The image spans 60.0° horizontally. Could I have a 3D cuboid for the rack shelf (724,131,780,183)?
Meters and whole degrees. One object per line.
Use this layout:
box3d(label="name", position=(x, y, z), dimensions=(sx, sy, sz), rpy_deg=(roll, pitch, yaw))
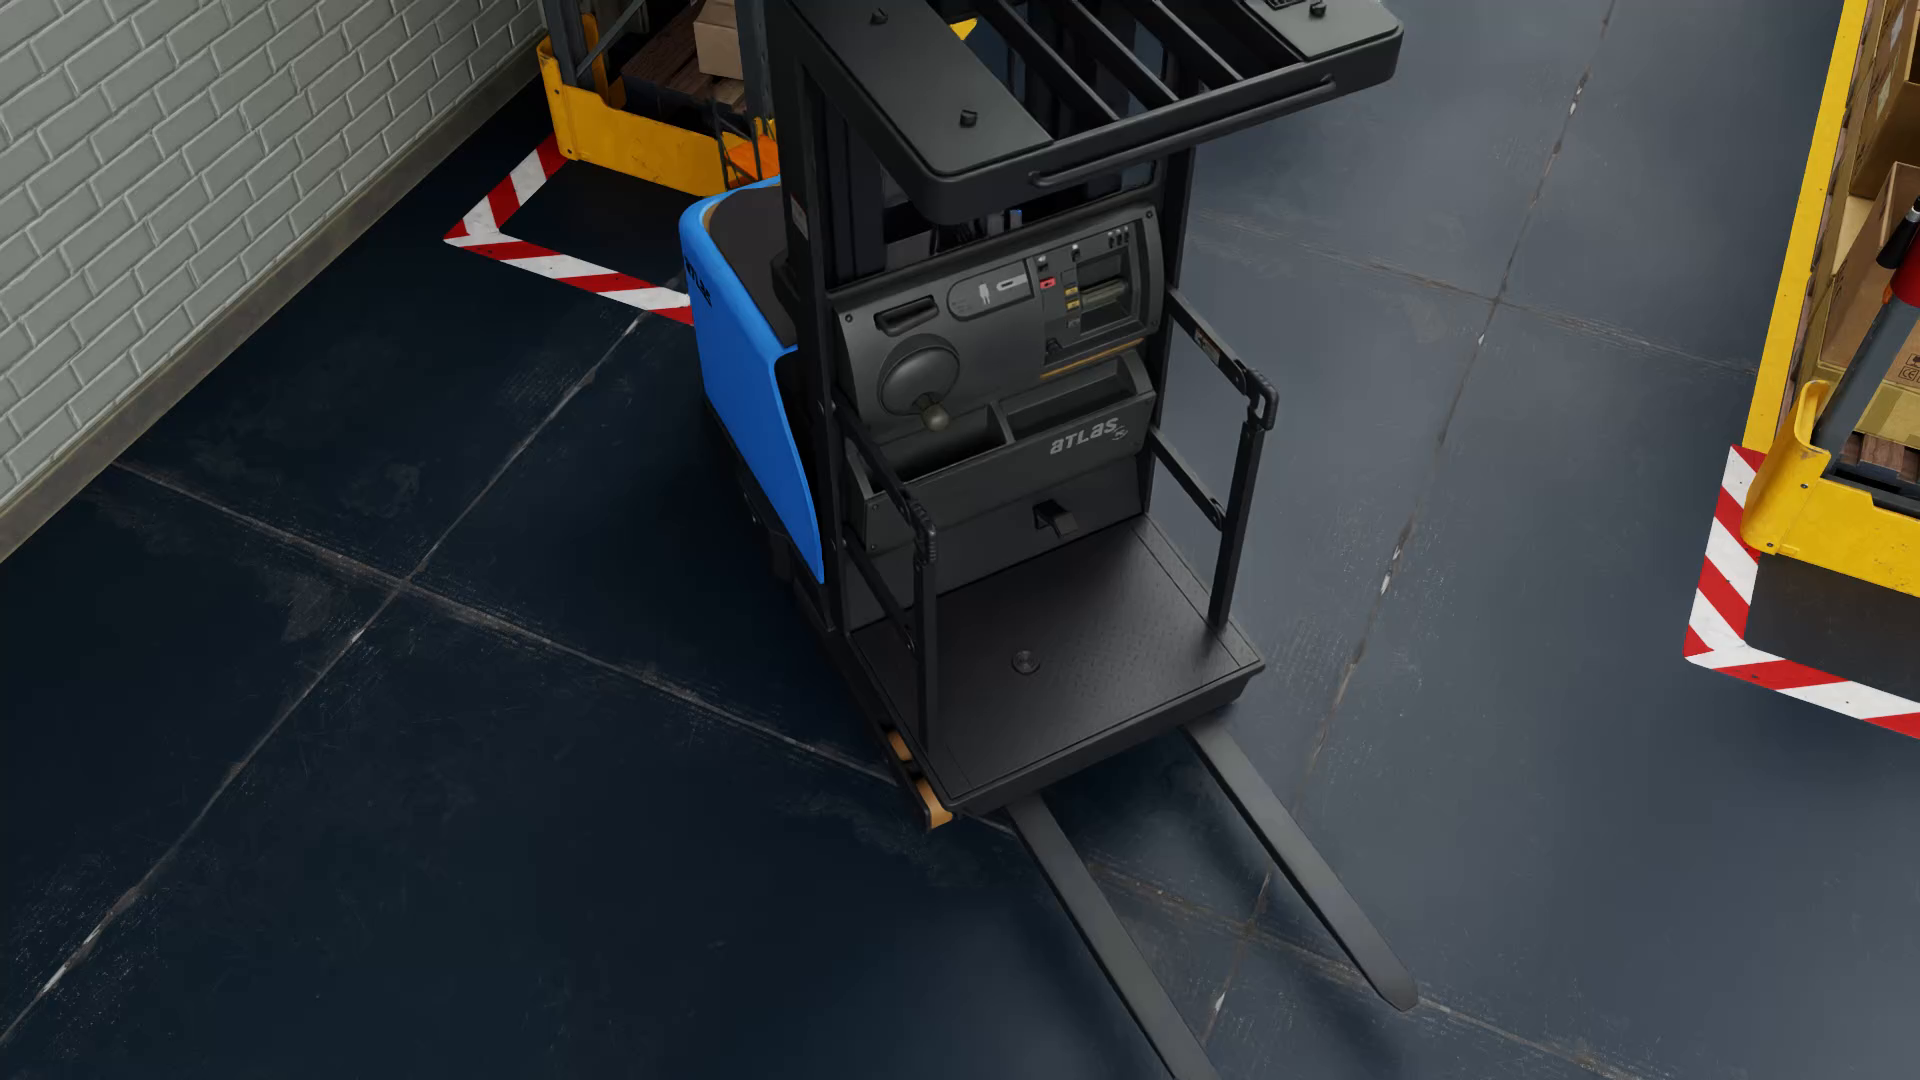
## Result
box3d(label="rack shelf", position=(-0.657, -1.248, 5.603), dimensions=(0.180, 0.103, 0.258), rpy_deg=(-34, 55, -25))

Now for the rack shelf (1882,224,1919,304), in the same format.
box3d(label="rack shelf", position=(4.149, -2.051, 5.998), dimensions=(1.077, 0.370, 4.000), rpy_deg=(20, 52, 16))

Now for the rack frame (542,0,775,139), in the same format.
box3d(label="rack frame", position=(-1.186, -2.516, 5.921), dimensions=(1.000, 3.000, 0.127), rpy_deg=(20, 52, 16))

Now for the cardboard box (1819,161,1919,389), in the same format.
box3d(label="cardboard box", position=(3.255, -0.861, 5.550), dimensions=(0.500, 0.500, 0.500), rpy_deg=(20, 52, 16))

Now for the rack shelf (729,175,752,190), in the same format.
box3d(label="rack shelf", position=(-0.654, -1.168, 5.692), dimensions=(0.180, 0.103, 0.258), rpy_deg=(-34, 55, -25))

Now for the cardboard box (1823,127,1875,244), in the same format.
box3d(label="cardboard box", position=(3.671, -1.310, 6.425), dimensions=(0.500, 0.250, 0.500), rpy_deg=(20, 52, 16))

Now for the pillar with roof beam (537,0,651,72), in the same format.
box3d(label="pillar with roof beam", position=(2.223, -3.823, 3.094), dimensions=(9.100, 9.000, 0.400), rpy_deg=(20, 52, 16))

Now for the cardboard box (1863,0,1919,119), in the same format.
box3d(label="cardboard box", position=(3.883, -1.898, 6.433), dimensions=(0.500, 0.500, 0.500), rpy_deg=(20, 52, 16))

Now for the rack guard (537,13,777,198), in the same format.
box3d(label="rack guard", position=(-1.153, -1.758, 6.918), dimensions=(1.175, 0.500, 0.348), rpy_deg=(20, 52, 16))

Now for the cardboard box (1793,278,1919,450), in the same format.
box3d(label="cardboard box", position=(3.257, -0.617, 5.835), dimensions=(0.500, 0.250, 0.500), rpy_deg=(20, 52, 16))

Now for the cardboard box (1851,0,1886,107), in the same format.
box3d(label="cardboard box", position=(4.095, -2.000, 7.012), dimensions=(0.500, 0.250, 0.500), rpy_deg=(20, 52, 16))

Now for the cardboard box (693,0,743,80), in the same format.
box3d(label="cardboard box", position=(-0.809, -2.234, 7.158), dimensions=(0.500, 0.311, 0.500), rpy_deg=(14, 51, 12))

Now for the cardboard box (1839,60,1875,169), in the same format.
box3d(label="cardboard box", position=(3.887, -1.654, 6.717), dimensions=(0.500, 0.250, 0.500), rpy_deg=(20, 52, 16))

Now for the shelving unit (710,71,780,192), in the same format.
box3d(label="shelving unit", position=(-0.648, -1.037, 5.837), dimensions=(0.189, 1.200, 0.258), rpy_deg=(-34, 55, -25))

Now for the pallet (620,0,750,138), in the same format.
box3d(label="pallet", position=(-0.774, -2.212, 7.494), dimensions=(1.003, 0.211, 1.213), rpy_deg=(20, 52, 16))

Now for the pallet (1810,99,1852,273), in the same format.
box3d(label="pallet", position=(4.106, -1.380, 6.786), dimensions=(1.003, 0.211, 1.213), rpy_deg=(20, 52, 16))

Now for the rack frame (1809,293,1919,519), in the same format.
box3d(label="rack frame", position=(3.295, -0.906, 4.552), dimensions=(1.000, 3.000, 0.127), rpy_deg=(20, 52, 16))

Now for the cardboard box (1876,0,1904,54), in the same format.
box3d(label="cardboard box", position=(4.095, -2.243, 6.726), dimensions=(0.500, 0.500, 0.500), rpy_deg=(20, 52, 16))

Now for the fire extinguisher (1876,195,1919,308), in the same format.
box3d(label="fire extinguisher", position=(2.824, -0.951, 4.641), dimensions=(0.296, 0.674, 0.183), rpy_deg=(20, 52, 16))

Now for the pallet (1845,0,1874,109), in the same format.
box3d(label="pallet", position=(4.626, -2.223, 7.503), dimensions=(1.003, 0.211, 1.213), rpy_deg=(20, 52, 16))

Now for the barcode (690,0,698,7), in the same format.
box3d(label="barcode", position=(-1.163, -2.380, 7.276), dimensions=(0.001, 0.075, 0.075), rpy_deg=(20, 52, 16))

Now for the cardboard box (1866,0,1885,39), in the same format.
box3d(label="cardboard box", position=(4.313, -2.343, 7.303), dimensions=(0.500, 0.250, 0.500), rpy_deg=(20, 52, 16))

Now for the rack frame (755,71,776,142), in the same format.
box3d(label="rack frame", position=(-0.579, -1.083, 5.876), dimensions=(0.006, 1.200, 0.240), rpy_deg=(-34, 55, -25))

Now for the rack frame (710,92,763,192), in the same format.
box3d(label="rack frame", position=(-0.717, -0.991, 5.798), dimensions=(0.006, 1.200, 0.240), rpy_deg=(-34, 55, -25))

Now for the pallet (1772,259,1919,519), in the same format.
box3d(label="pallet", position=(3.583, -0.543, 6.073), dimensions=(1.003, 0.211, 1.213), rpy_deg=(20, 52, 16))

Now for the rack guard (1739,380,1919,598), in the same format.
box3d(label="rack guard", position=(3.284, -0.080, 5.490), dimensions=(1.175, 0.500, 0.348), rpy_deg=(20, 52, 16))

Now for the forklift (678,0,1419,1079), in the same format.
box3d(label="forklift", position=(0.224, -0.483, 4.236), dimensions=(1.130, 2.935, 3.031), rpy_deg=(-22, 53, -17))

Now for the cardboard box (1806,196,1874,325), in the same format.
box3d(label="cardboard box", position=(3.459, -0.965, 6.131), dimensions=(0.500, 0.250, 0.500), rpy_deg=(20, 52, 16))

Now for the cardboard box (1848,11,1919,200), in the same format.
box3d(label="cardboard box", position=(3.669, -1.554, 6.140), dimensions=(0.500, 0.500, 0.500), rpy_deg=(20, 52, 16))
